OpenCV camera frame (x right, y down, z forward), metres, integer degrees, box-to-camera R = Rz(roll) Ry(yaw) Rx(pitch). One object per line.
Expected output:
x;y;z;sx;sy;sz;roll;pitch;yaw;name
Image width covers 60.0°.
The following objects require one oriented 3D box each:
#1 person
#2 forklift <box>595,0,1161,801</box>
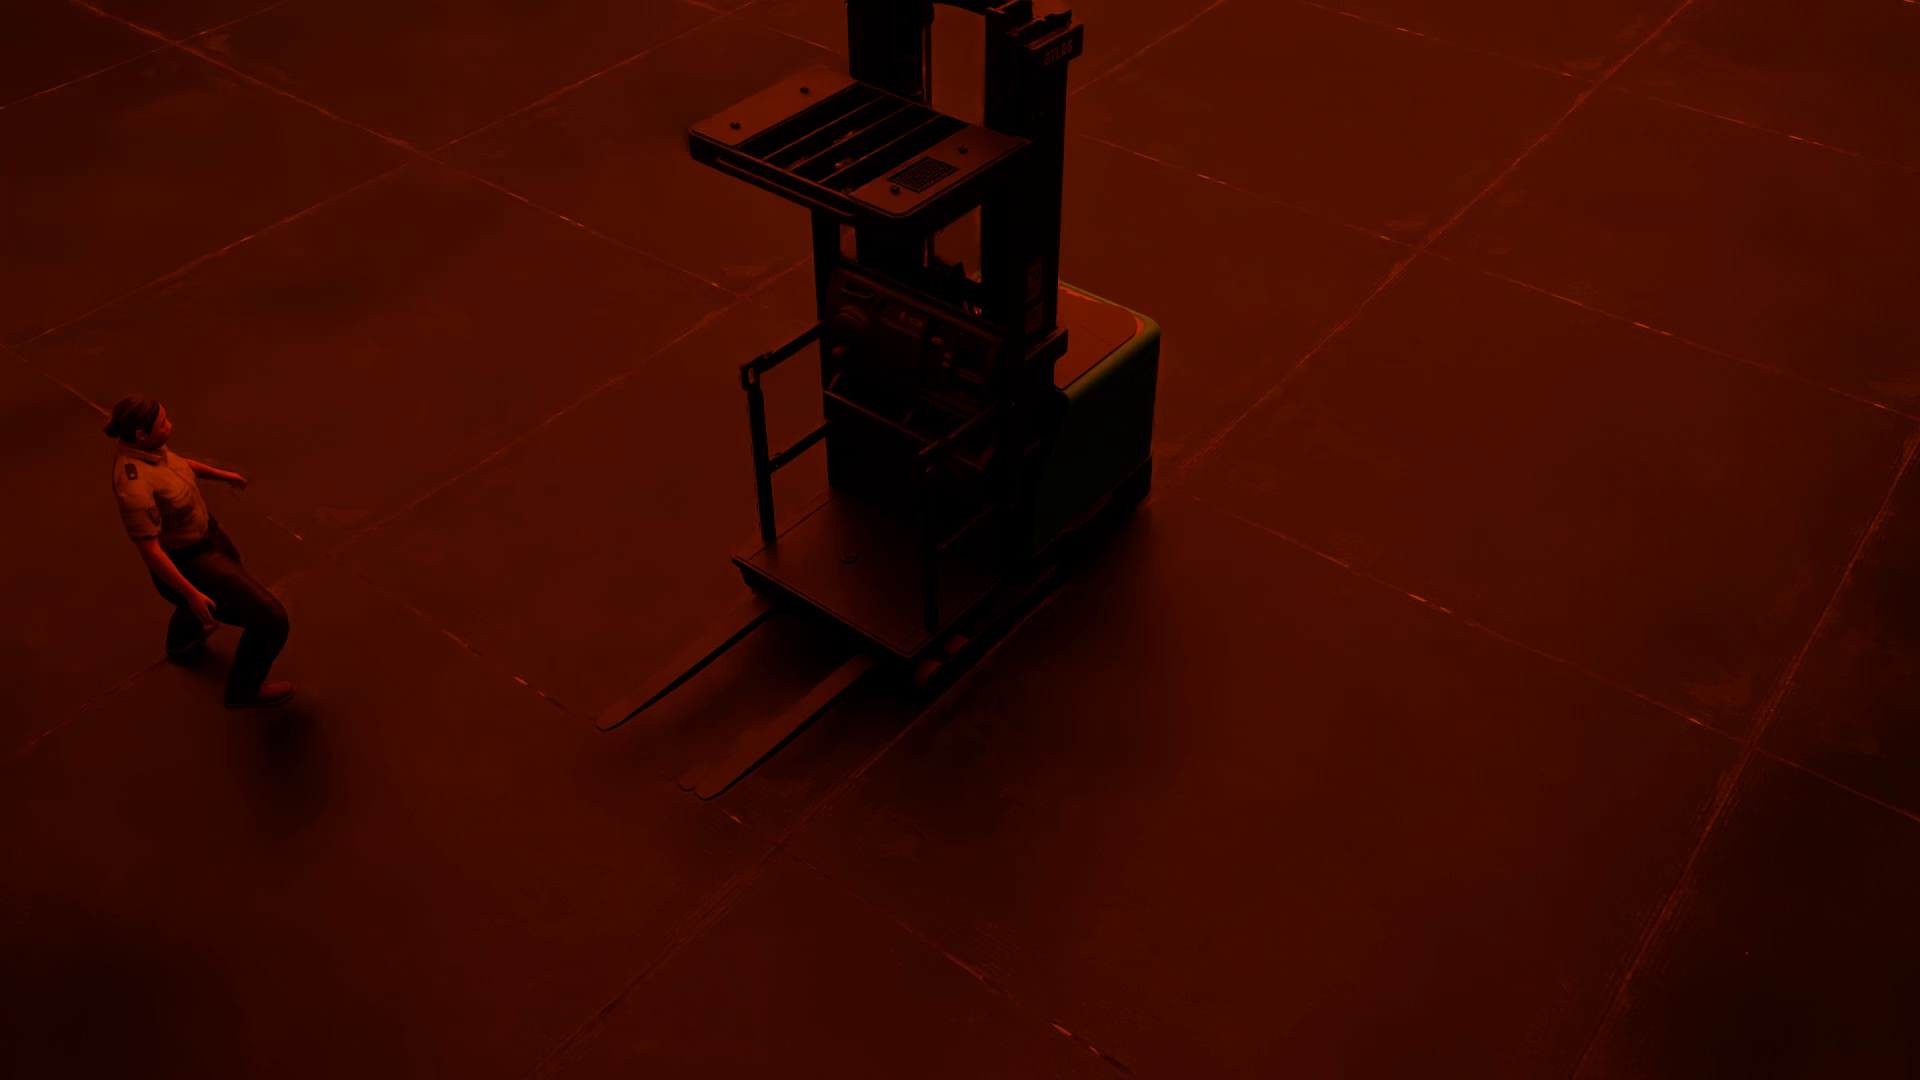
-3.305;0.018;7.163;0.649;1.539;0.887;-12;42;-14;person
-0.345;-0.788;6.998;1.130;2.935;3.031;28;48;29;forklift
